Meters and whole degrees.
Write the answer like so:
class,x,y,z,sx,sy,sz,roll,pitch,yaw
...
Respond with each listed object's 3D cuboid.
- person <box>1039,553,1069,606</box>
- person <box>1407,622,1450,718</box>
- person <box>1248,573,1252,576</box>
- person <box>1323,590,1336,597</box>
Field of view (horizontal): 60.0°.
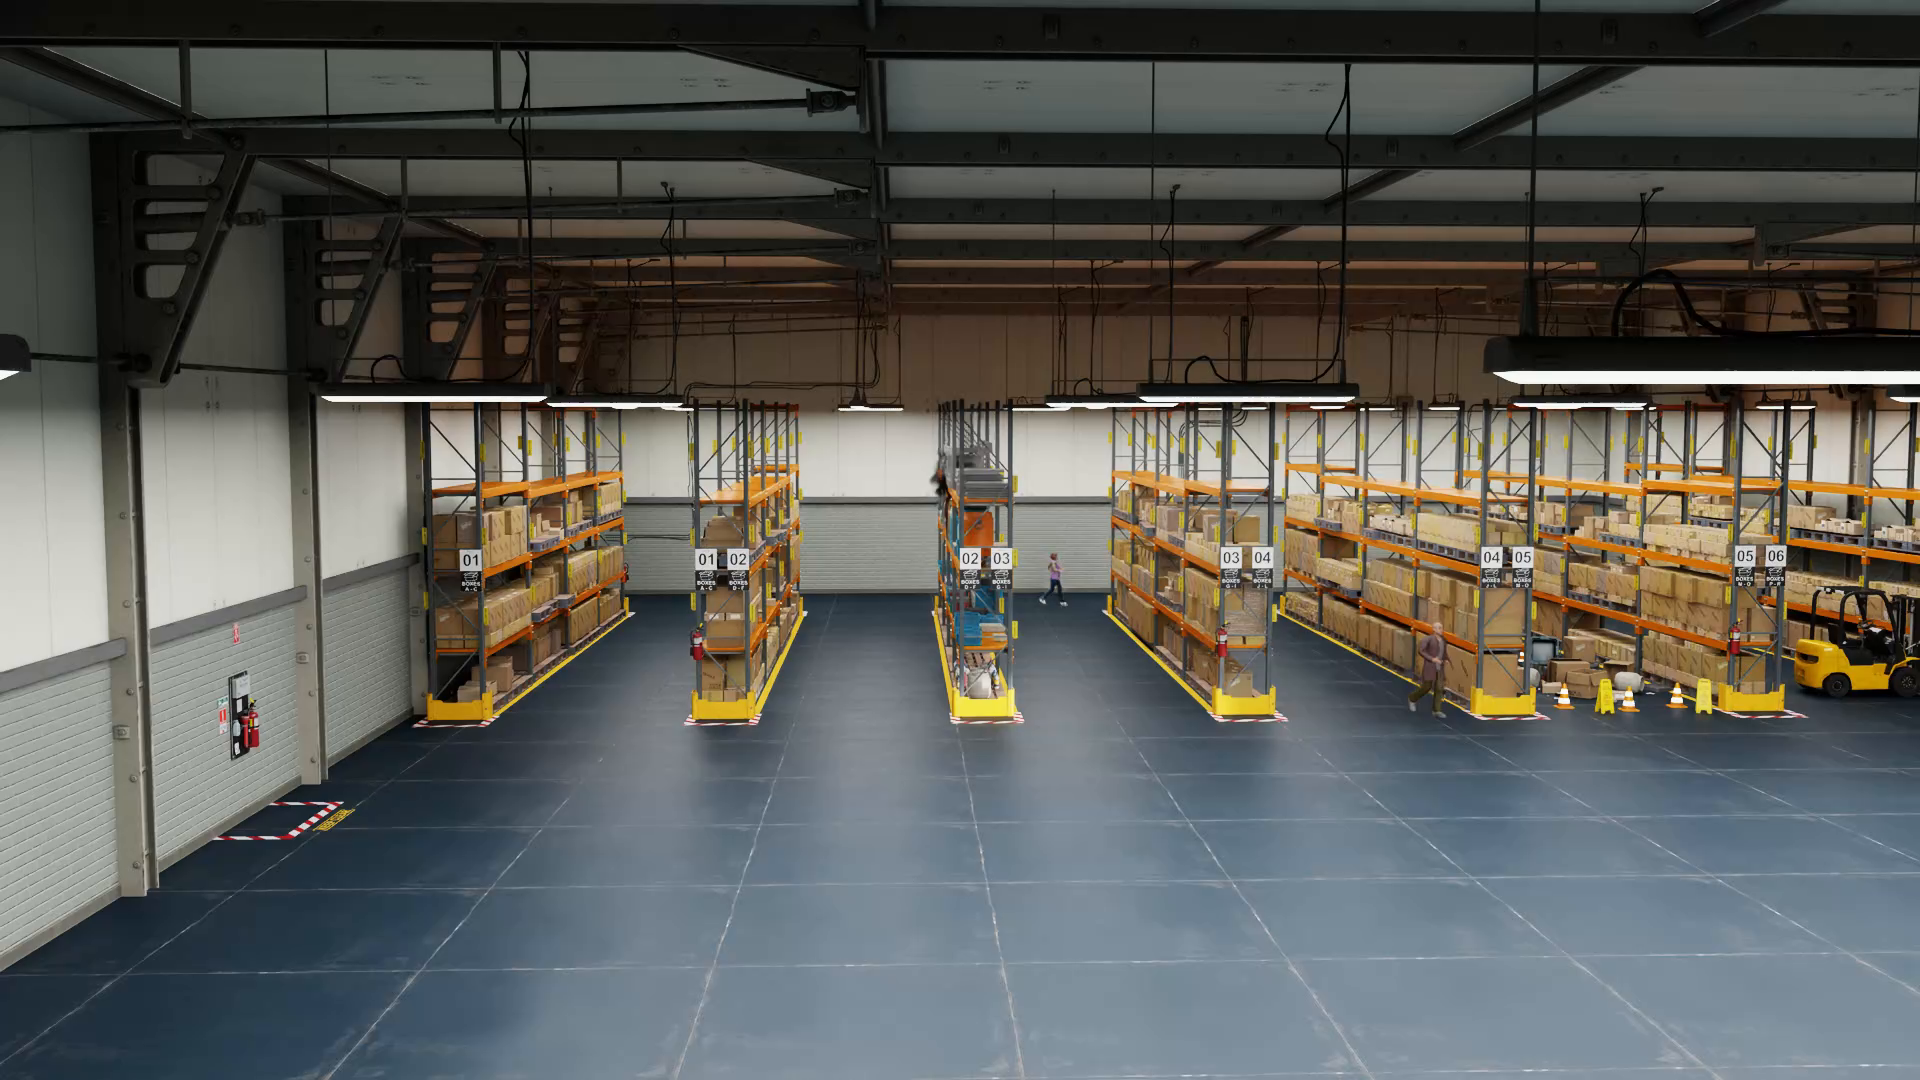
class,x,y,z,sx,sy,sz,roll,pitch,yaw
person,2.786,1.169,49.243,0.878,1.586,0.533,1,4,10
person,9.000,2.438,31.584,0.760,1.764,0.937,-2,5,-26
person,7.987,1.457,45.380,0.616,1.515,0.497,0,4,6
person,10.802,1.215,48.855,0.791,1.649,0.578,-1,4,-15
